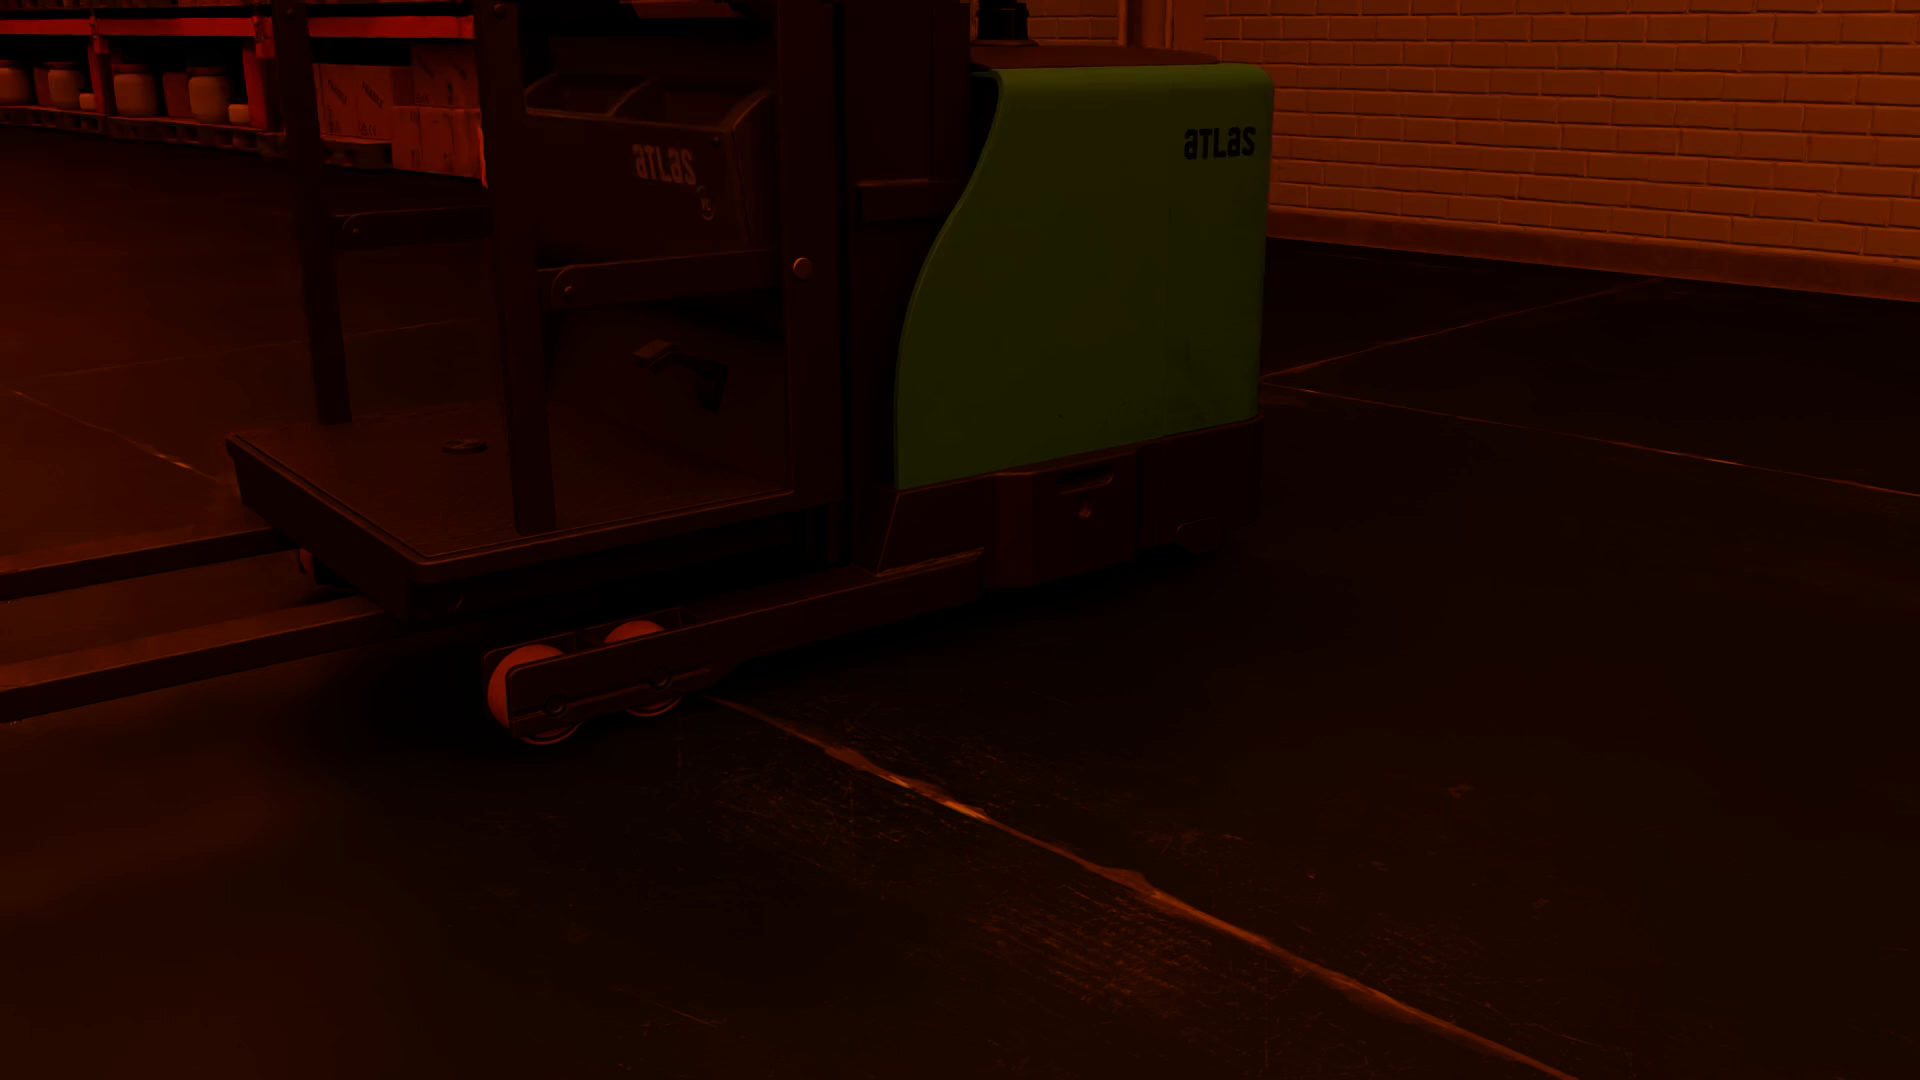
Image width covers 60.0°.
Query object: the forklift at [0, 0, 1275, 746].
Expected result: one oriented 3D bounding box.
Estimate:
[{"bbox_3d":[-0.787,-1.233,2.918,3.031,2.935,1.130,-13,21,-36],"label":"forklift"}]
